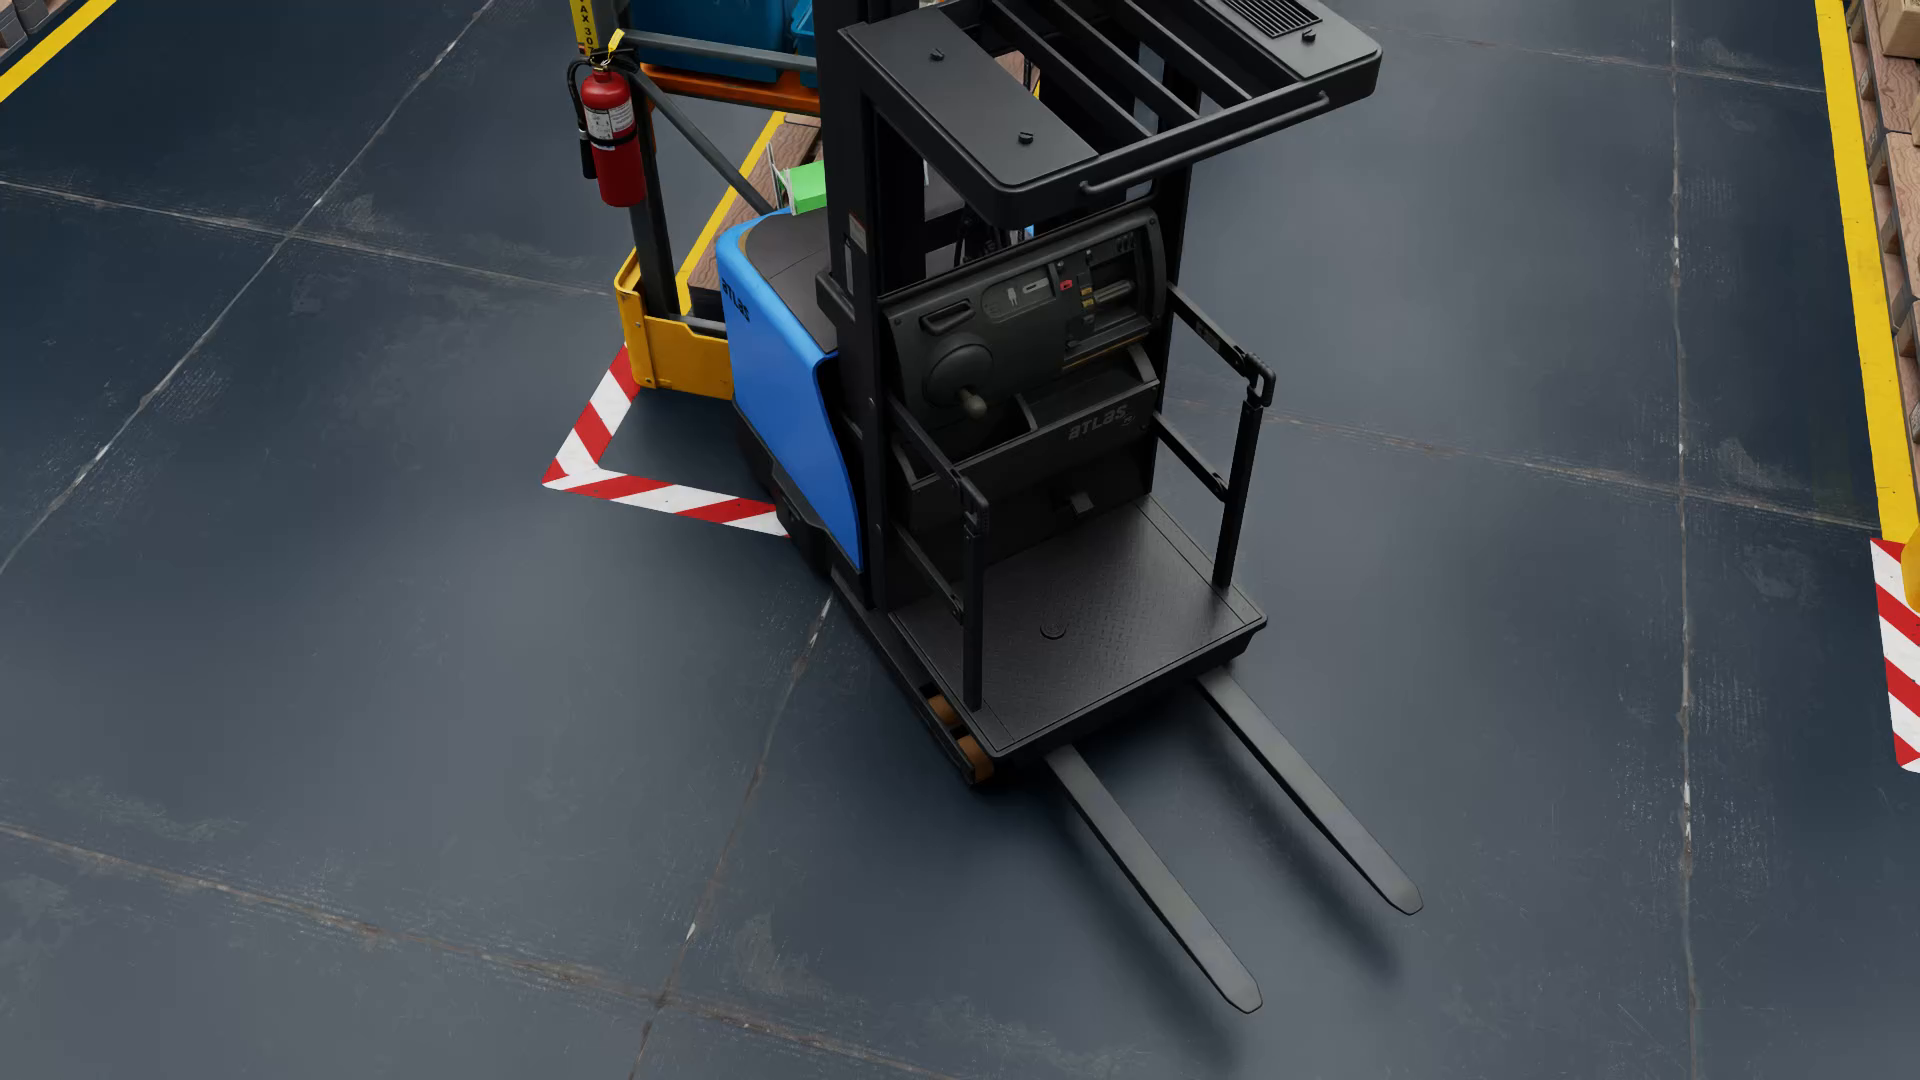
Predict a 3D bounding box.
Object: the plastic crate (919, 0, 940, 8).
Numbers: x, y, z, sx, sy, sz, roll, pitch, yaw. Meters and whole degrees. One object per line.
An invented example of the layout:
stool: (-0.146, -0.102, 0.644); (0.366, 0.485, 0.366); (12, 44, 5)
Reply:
plastic crate: (-0.211, -1.926, 6.085); (0.250, 0.136, 0.298); (12, 50, 10)

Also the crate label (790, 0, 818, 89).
crate label: (-0.375, -1.742, 5.858); (0.416, 0.233, 0.303); (12, 50, 10)

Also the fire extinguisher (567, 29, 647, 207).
fire extinguisher: (-1.236, -1.495, 5.869); (0.296, 0.674, 0.183); (12, 50, 10)

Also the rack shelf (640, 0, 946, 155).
rack shelf: (-0.232, -2.872, 7.264); (1.077, 0.370, 4.000); (12, 50, 10)

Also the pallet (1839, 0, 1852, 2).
pallet: (5.250, -3.250, 8.978); (1.003, 0.211, 1.213); (12, 50, 10)

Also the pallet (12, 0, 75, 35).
pallet: (-5.078, -3.192, 8.926); (1.003, 0.211, 1.213); (12, 50, 10)

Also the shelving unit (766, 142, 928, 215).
shelving unit: (-0.351, -0.946, 6.196); (0.503, 1.200, 0.258); (-18, 41, -13)

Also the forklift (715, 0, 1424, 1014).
forklift: (0.325, -0.566, 4.795); (1.130, 2.935, 3.031); (-24, 53, -20)

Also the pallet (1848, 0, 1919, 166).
pallet: (4.891, -2.157, 8.014); (1.003, 0.211, 1.213); (12, 50, 10)

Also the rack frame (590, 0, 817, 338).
rack frame: (-0.758, -1.664, 5.718); (1.000, 3.000, 0.127); (12, 50, 10)

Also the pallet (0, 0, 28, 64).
pallet: (-5.401, -2.312, 8.150); (1.003, 0.211, 1.213); (12, 50, 10)

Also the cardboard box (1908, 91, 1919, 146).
cardboard box: (4.535, -1.896, 7.519); (0.380, 0.166, 0.250); (12, 50, 10)

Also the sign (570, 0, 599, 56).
sign: (-1.293, -1.815, 5.742); (0.100, 0.325, 0.005); (12, 50, 10)

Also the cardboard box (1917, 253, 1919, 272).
cardboard box: (4.204, -1.042, 6.710); (0.500, 0.250, 0.500); (12, 50, 10)

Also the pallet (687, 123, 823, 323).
pallet: (-0.503, -1.330, 7.283); (1.003, 0.211, 1.213); (12, 50, 10)

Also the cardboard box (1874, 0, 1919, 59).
cardboard box: (4.753, -2.572, 8.019); (0.500, 0.311, 0.500); (12, 50, 10)

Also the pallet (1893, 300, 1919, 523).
pallet: (4.249, -0.393, 6.456); (1.003, 0.211, 1.213); (12, 50, 10)

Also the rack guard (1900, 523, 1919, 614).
rack guard: (4.040, 0.089, 5.838); (1.175, 0.500, 0.348); (12, 50, 10)

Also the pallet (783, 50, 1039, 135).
pallet: (-0.180, -2.210, 8.059); (1.003, 0.211, 1.213); (12, 50, 10)

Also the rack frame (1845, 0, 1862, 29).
rack frame: (5.073, -3.577, 7.406); (1.000, 3.000, 0.127); (12, 50, 10)

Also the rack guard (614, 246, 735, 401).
rack guard: (-0.752, -0.817, 6.637); (1.175, 0.500, 0.348); (12, 50, 10)

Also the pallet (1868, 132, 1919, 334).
pallet: (4.572, -1.272, 7.232); (1.003, 0.211, 1.213); (12, 50, 10)

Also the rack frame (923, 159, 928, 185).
rack frame: (-0.125, -1.020, 6.251); (0.015, 1.200, 0.240); (-18, 41, -13)

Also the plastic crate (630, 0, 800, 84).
plastic crate: (-0.850, -1.974, 5.928); (0.616, 0.435, 0.499); (12, 50, 10)

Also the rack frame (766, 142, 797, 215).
rack frame: (-0.577, -0.872, 6.142); (0.015, 1.200, 0.240); (-18, 41, -13)

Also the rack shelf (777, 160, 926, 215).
rack shelf: (-0.390, -1.262, 5.929); (0.480, 0.148, 0.258); (-18, 41, -13)
